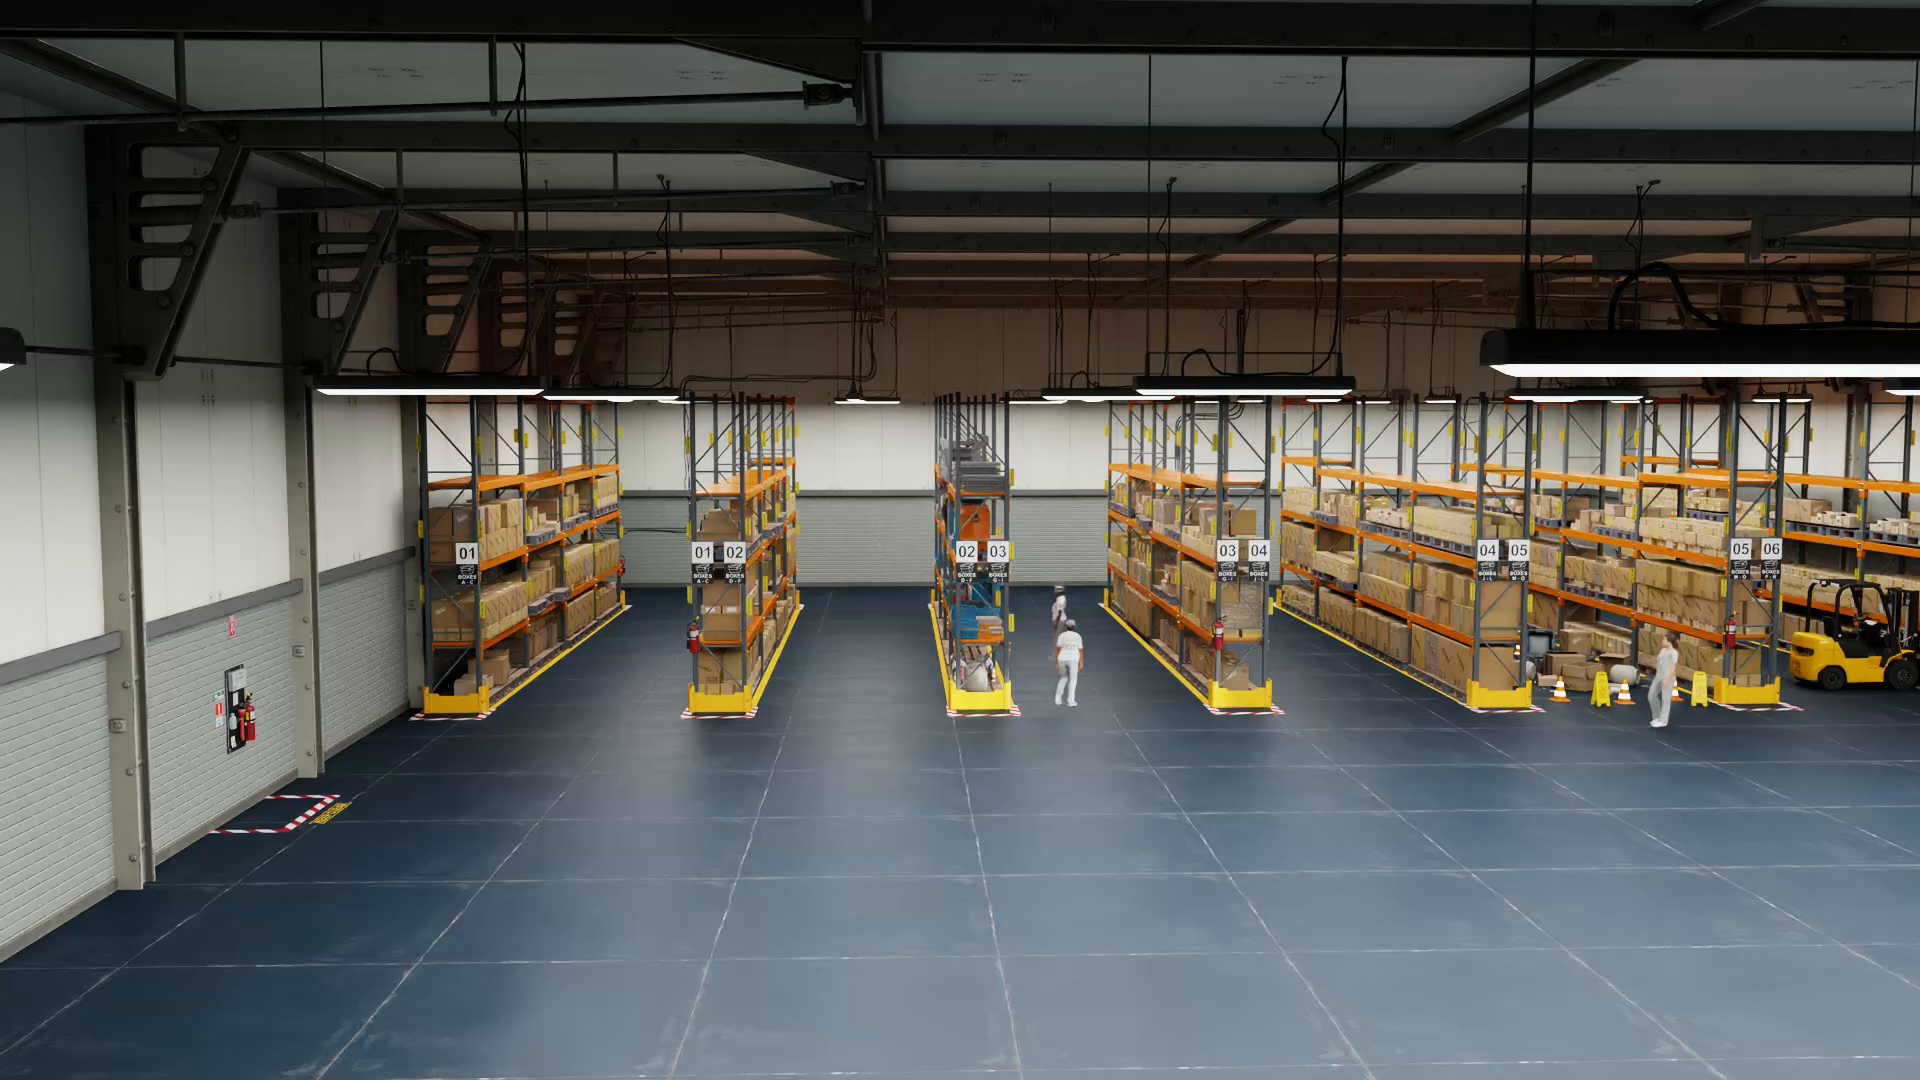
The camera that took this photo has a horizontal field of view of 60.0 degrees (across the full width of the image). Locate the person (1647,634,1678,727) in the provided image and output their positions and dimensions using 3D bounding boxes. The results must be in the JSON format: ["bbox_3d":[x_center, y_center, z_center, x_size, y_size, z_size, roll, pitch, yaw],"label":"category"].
[{"bbox_3d":[12.603,2.523,29.786,0.482,1.698,0.480,-2,5,-28],"label":"person"}]

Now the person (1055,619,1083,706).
[{"bbox_3d":[2.097,2.335,31.761,0.496,1.656,0.439,3,5,30],"label":"person"}]

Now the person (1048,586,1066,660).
[{"bbox_3d":[2.193,1.875,37.613,0.401,1.670,0.530,0,5,6],"label":"person"}]
